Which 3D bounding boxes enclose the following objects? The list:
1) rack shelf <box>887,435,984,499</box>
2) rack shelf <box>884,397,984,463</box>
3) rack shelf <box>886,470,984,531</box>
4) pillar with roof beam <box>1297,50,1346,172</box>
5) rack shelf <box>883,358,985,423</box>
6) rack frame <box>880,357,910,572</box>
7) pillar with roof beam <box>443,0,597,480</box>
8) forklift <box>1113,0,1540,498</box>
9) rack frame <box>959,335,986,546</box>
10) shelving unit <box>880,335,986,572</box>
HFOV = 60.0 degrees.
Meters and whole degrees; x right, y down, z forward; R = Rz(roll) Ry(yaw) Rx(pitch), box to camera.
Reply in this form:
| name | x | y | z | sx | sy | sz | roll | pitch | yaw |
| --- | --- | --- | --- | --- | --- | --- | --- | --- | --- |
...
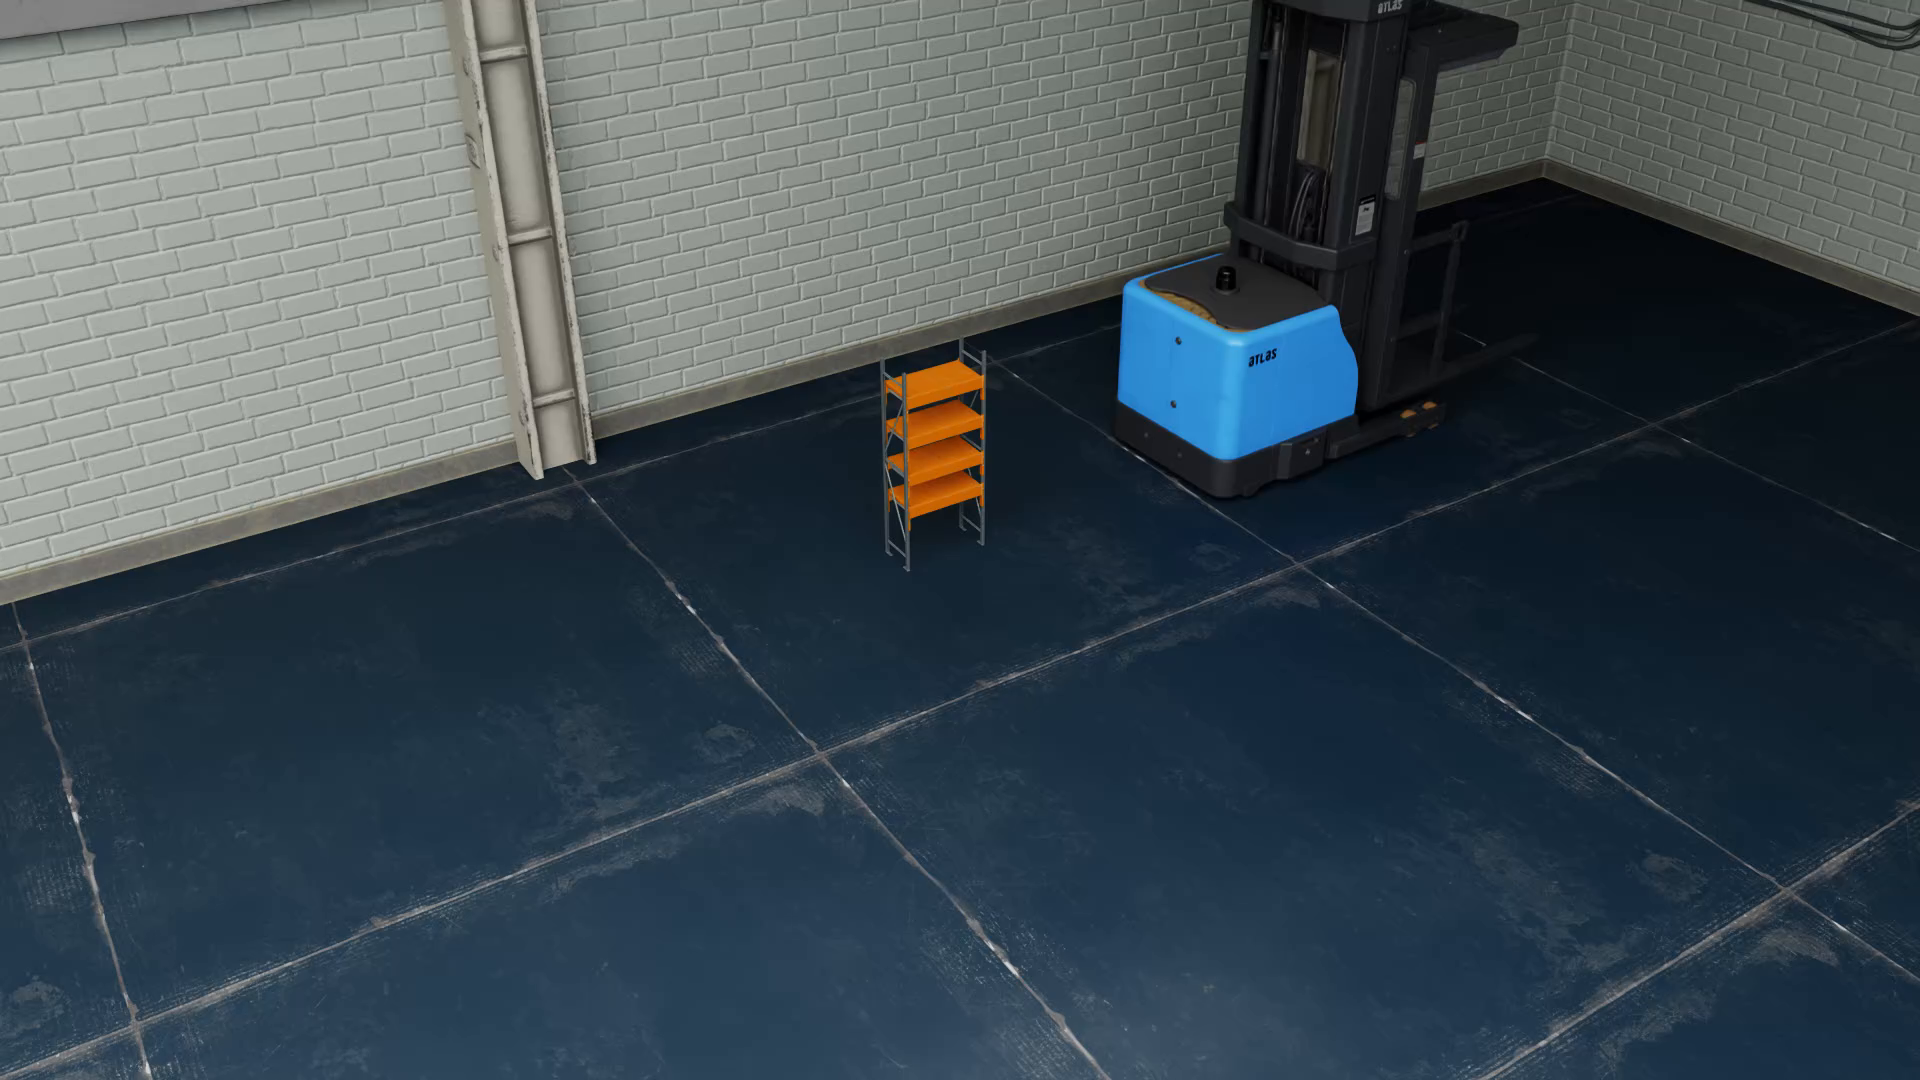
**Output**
| name | x | y | z | sx | sy | sz | roll | pitch | yaw |
| --- | --- | --- | --- | --- | --- | --- | --- | --- | --- |
| rack shelf | -0.139 | -0.403 | 9.011 | 0.480 | 0.148 | 0.258 | -19 | 37 | -27 |
| rack shelf | -0.139 | -0.592 | 8.892 | 0.480 | 0.148 | 0.258 | -19 | 37 | -27 |
| rack shelf | -0.139 | -0.235 | 9.117 | 0.480 | 0.148 | 0.258 | -19 | 37 | -27 |
| pillar with roof beam | 4.921 | -4.095 | 7.428 | 0.400 | 9.000 | 9.100 | -19 | 37 | -27 |
| rack shelf | -0.139 | -0.792 | 8.766 | 0.480 | 0.148 | 0.258 | -19 | 37 | -27 |
| rack frame | -0.344 | -0.389 | 8.864 | 0.015 | 1.200 | 0.240 | -19 | 37 | -27 |
| pillar with roof beam | -0.122 | -2.360 | 4.679 | 0.400 | 9.000 | 9.100 | -19 | 37 | -27 |
| forklift | 2.444 | -2.094 | 9.944 | 3.031 | 2.935 | 1.130 | -21 | 38 | -29 |
| rack frame | 0.066 | -0.530 | 9.087 | 0.015 | 1.200 | 0.240 | -19 | 37 | -27 |
| shelving unit | -0.139 | -0.460 | 8.976 | 0.503 | 1.200 | 0.258 | -19 | 37 | -27 |
